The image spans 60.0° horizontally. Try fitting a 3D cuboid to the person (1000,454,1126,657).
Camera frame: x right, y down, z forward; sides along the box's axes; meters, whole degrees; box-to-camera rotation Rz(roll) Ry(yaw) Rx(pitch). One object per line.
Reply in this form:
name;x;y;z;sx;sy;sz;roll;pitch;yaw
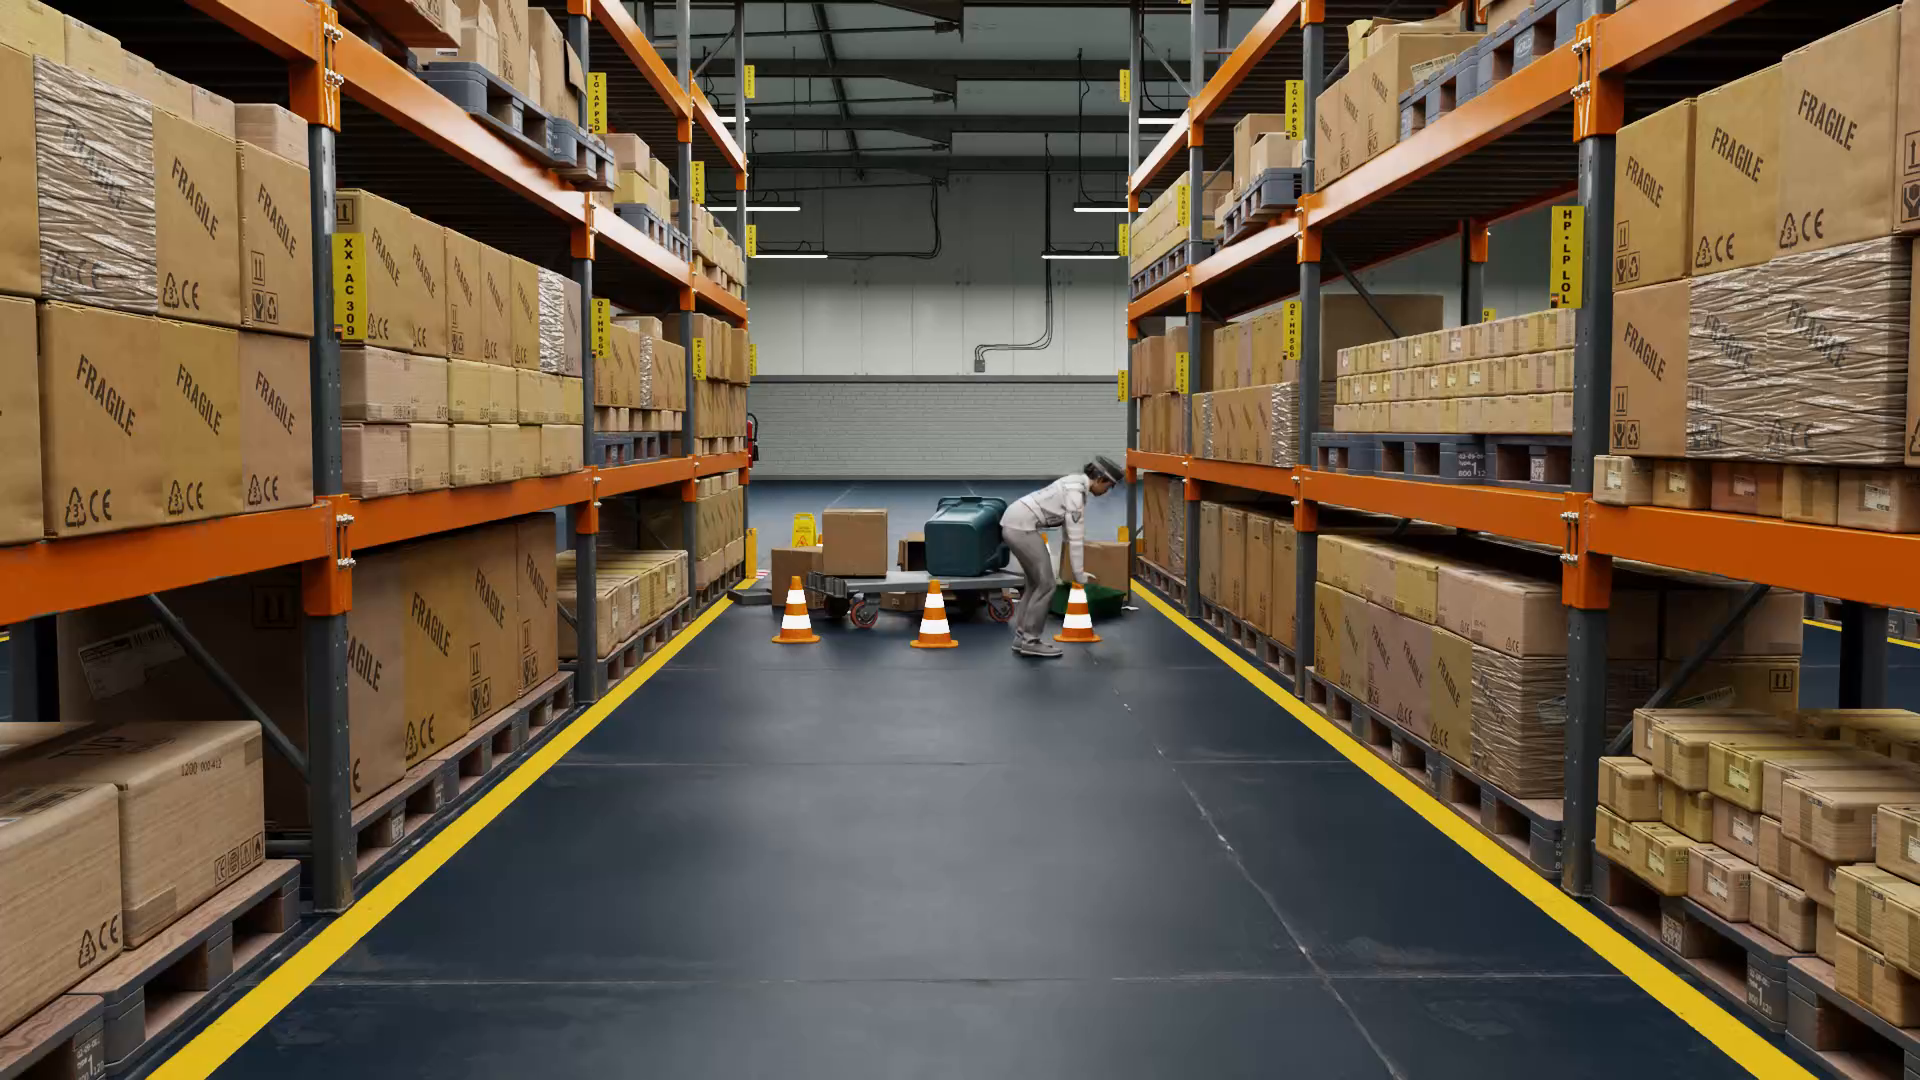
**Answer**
person;0.699;0.099;11.283;0.857;1.366;0.402;0;4;-3
